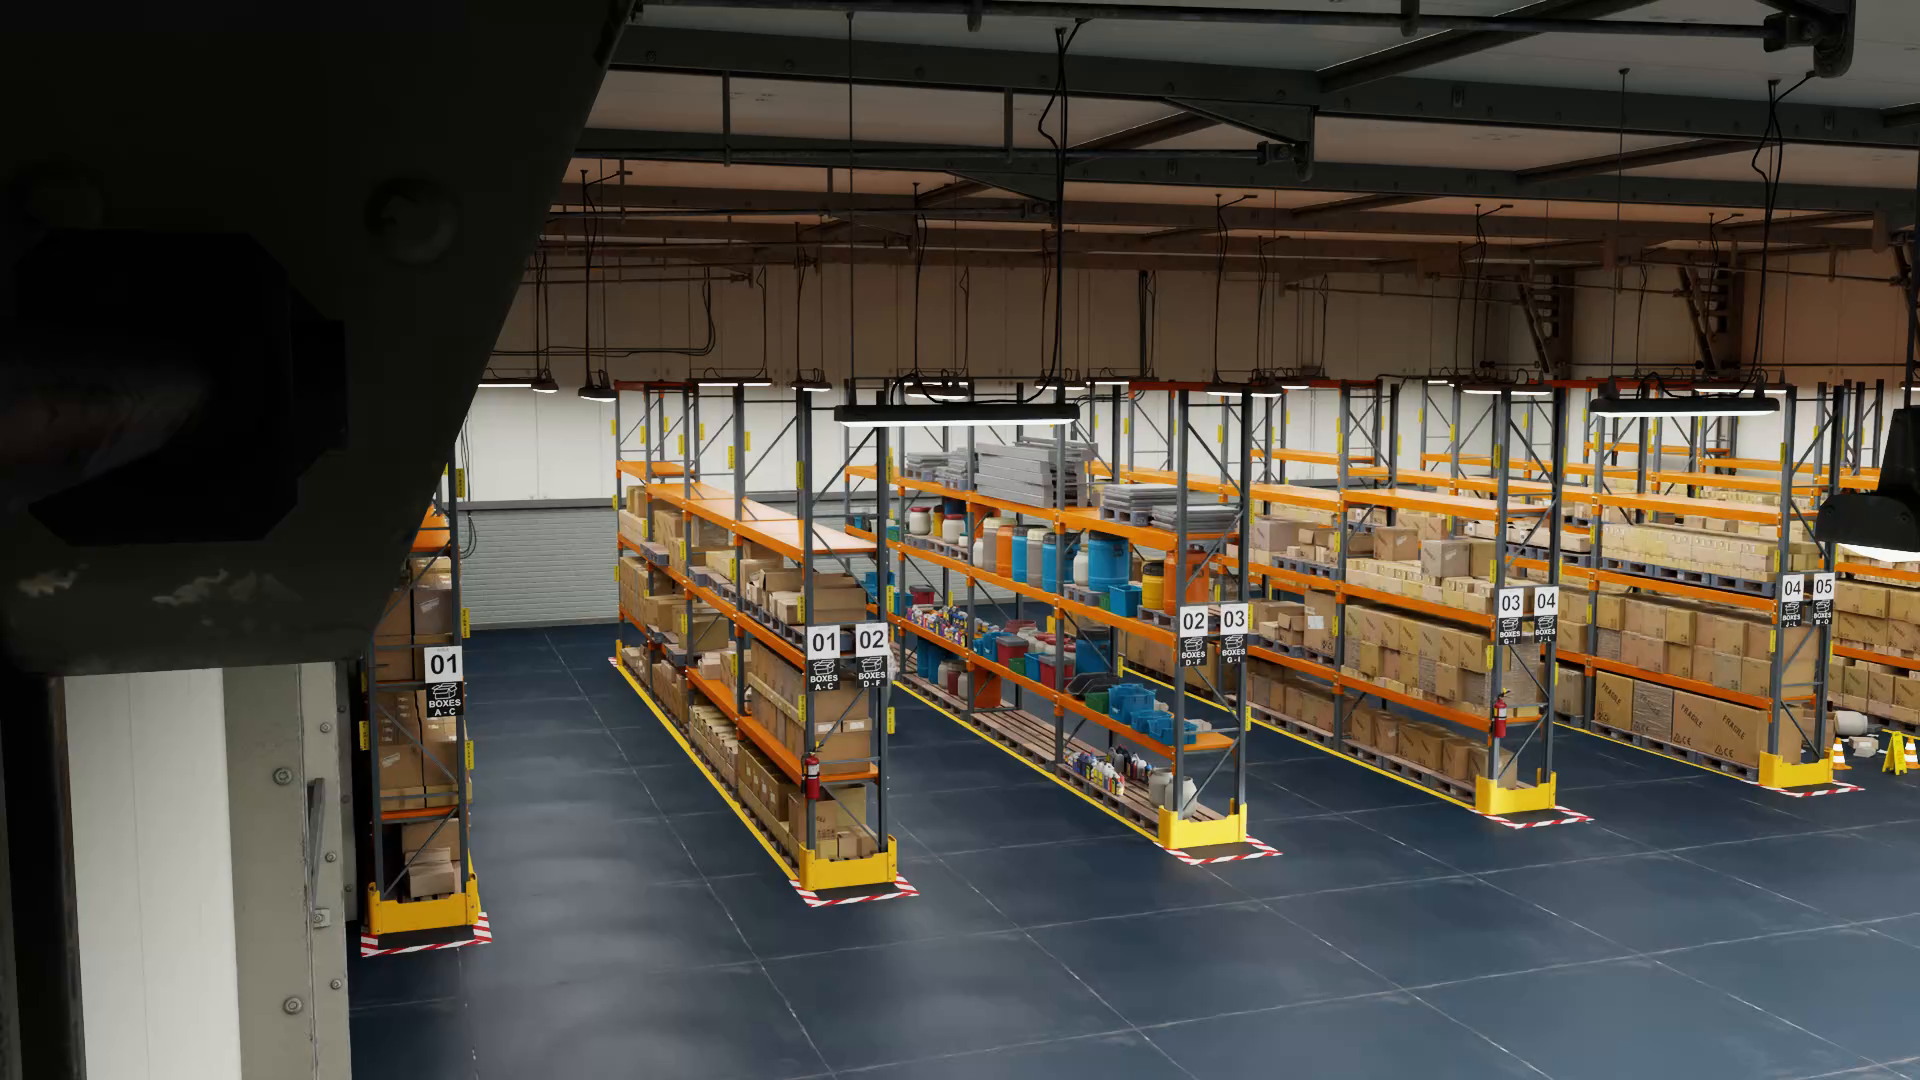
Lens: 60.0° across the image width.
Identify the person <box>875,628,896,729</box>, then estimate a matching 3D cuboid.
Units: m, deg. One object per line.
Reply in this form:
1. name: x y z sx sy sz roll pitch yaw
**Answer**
1. person: -1.308 2.402 28.867 0.402 1.765 0.653 0 6 -1
